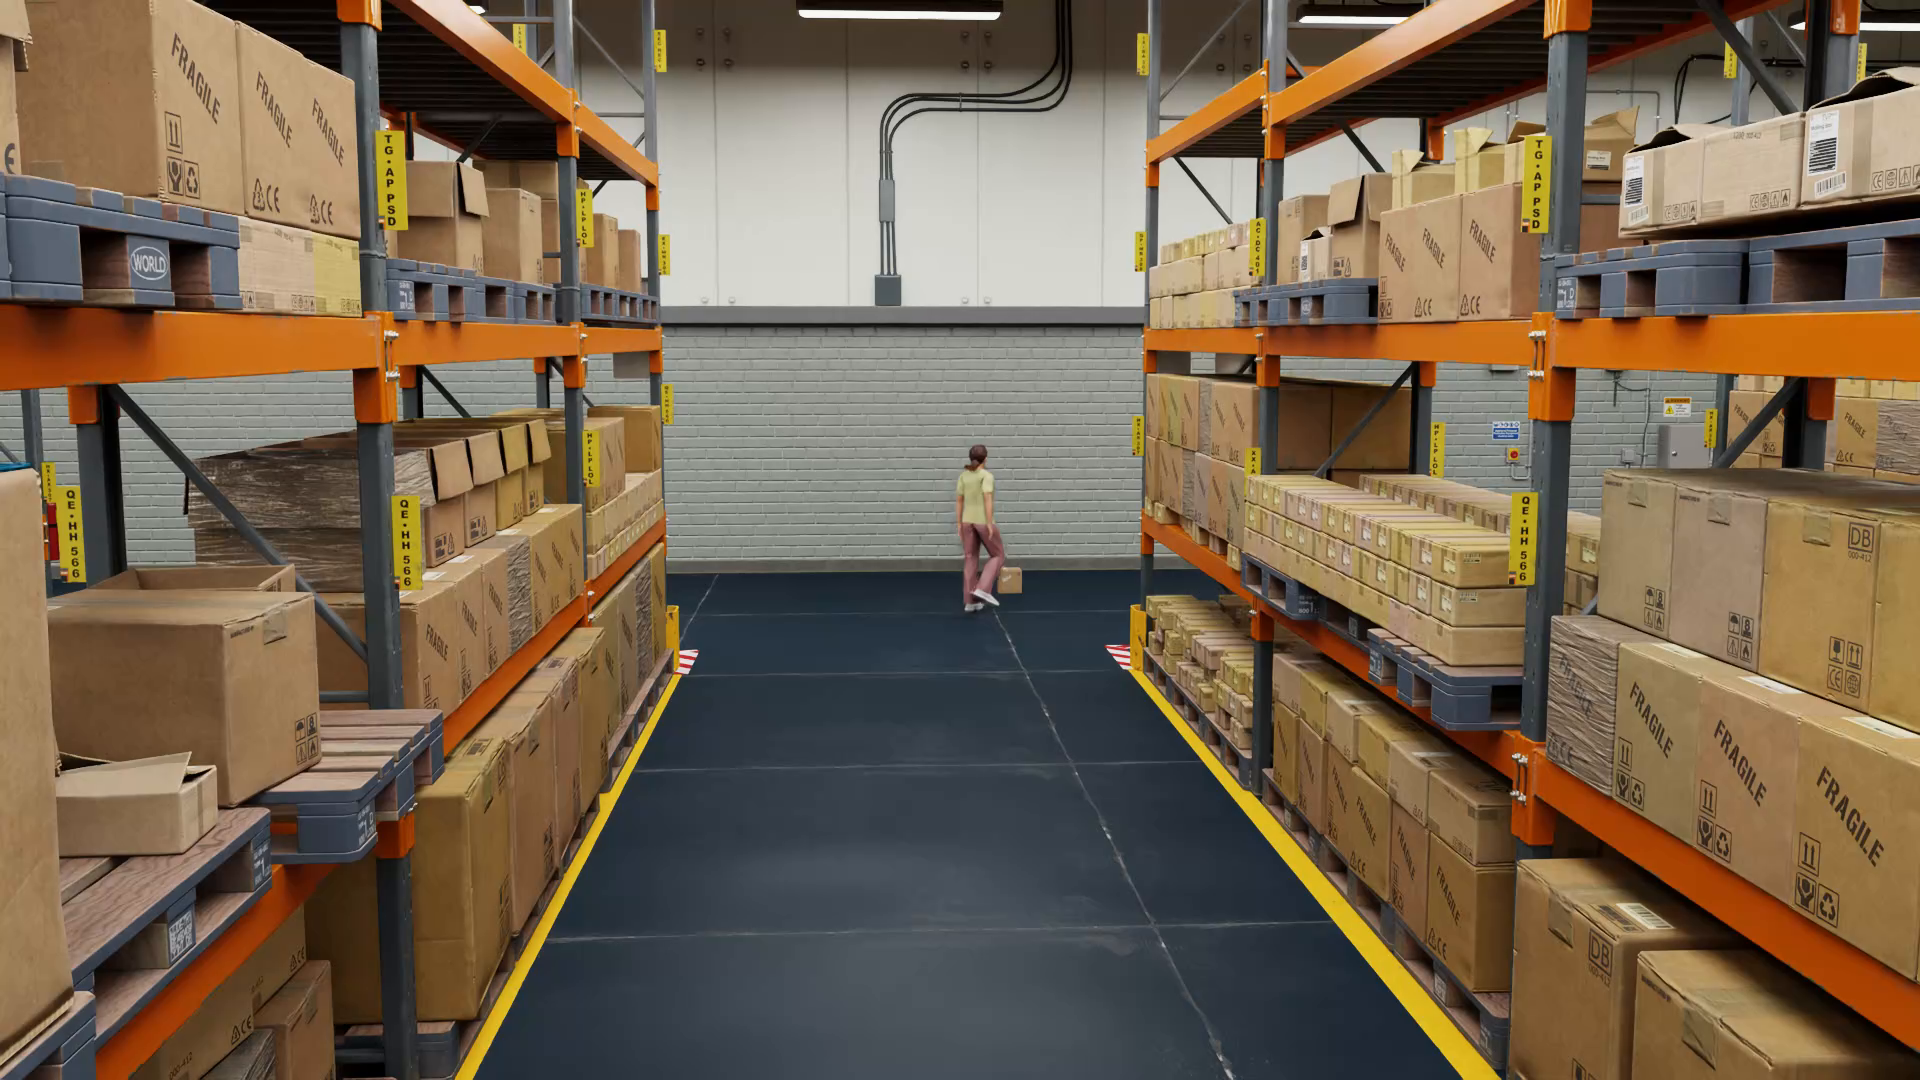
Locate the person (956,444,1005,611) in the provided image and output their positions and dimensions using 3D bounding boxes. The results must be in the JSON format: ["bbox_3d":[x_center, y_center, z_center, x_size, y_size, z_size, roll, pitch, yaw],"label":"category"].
[{"bbox_3d":[0.174,-0.127,16.693,0.487,1.656,0.472,4,8,29],"label":"person"}]
